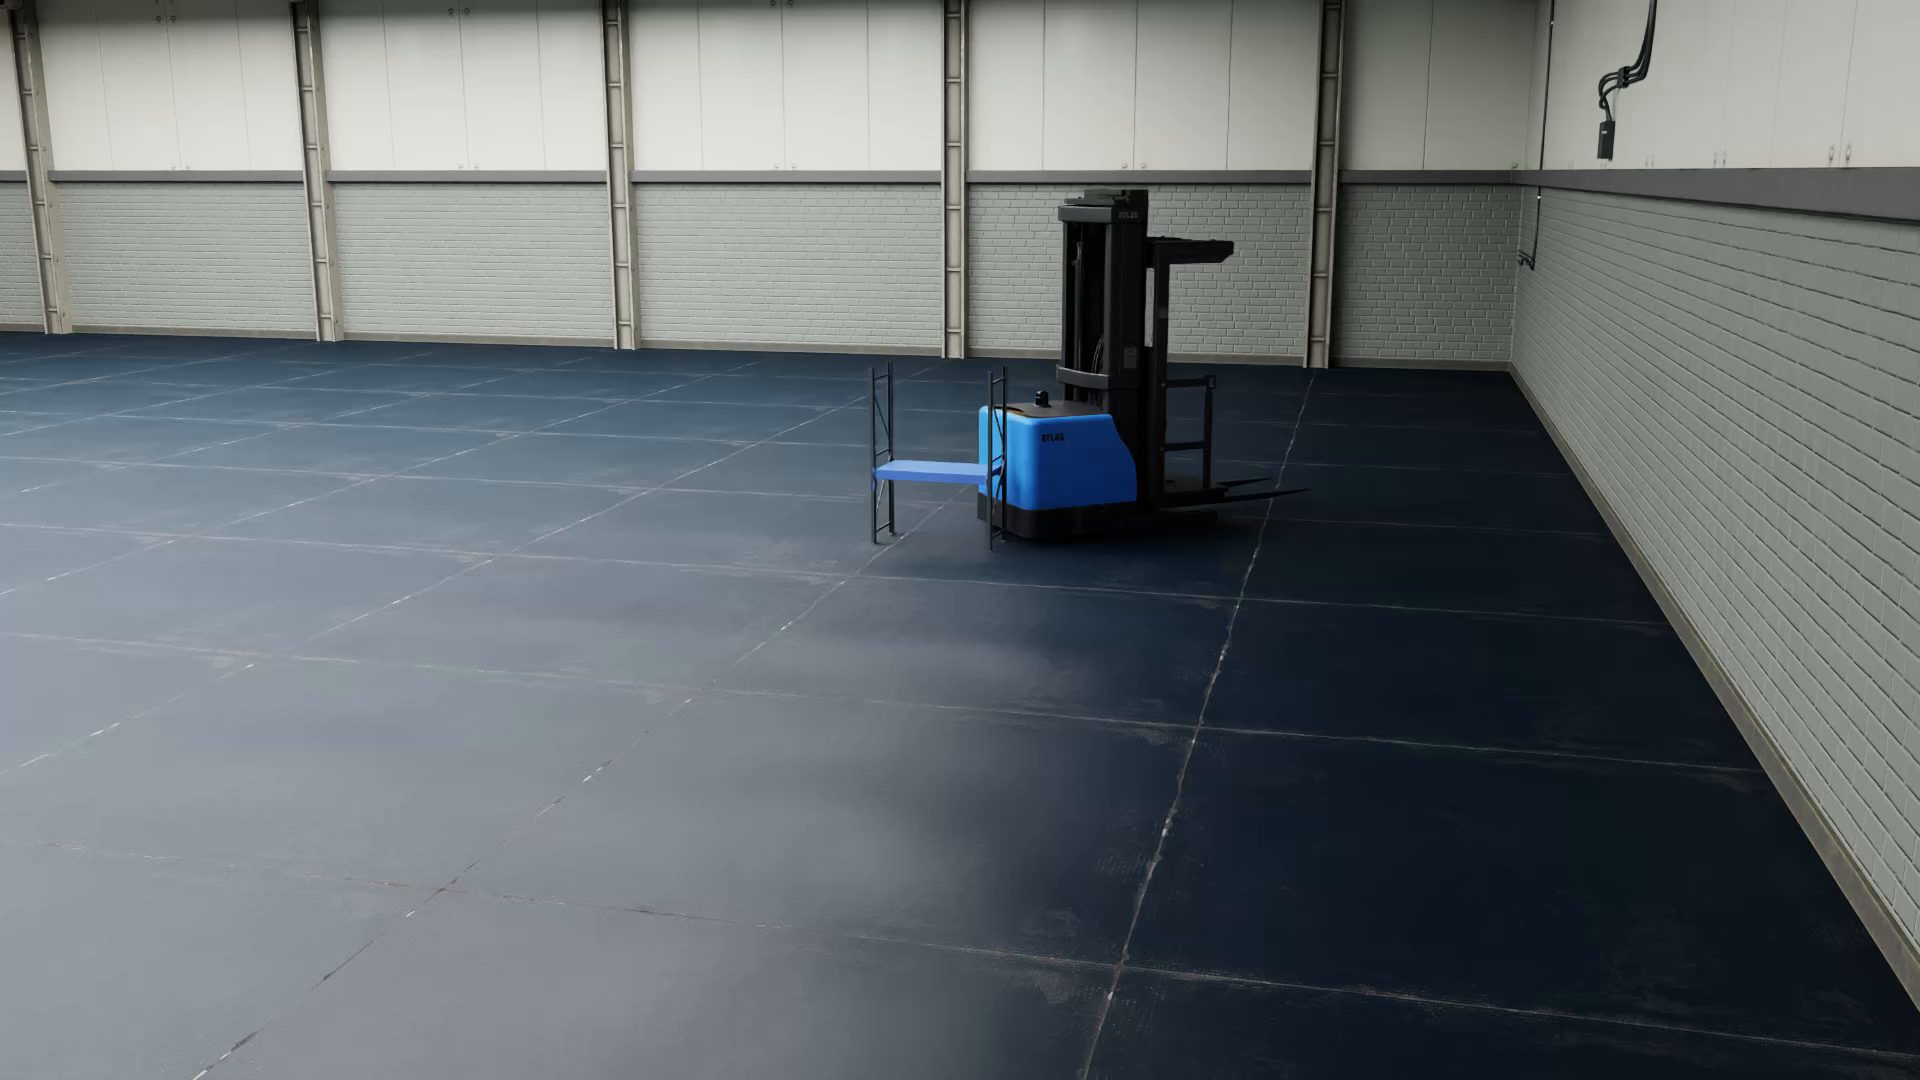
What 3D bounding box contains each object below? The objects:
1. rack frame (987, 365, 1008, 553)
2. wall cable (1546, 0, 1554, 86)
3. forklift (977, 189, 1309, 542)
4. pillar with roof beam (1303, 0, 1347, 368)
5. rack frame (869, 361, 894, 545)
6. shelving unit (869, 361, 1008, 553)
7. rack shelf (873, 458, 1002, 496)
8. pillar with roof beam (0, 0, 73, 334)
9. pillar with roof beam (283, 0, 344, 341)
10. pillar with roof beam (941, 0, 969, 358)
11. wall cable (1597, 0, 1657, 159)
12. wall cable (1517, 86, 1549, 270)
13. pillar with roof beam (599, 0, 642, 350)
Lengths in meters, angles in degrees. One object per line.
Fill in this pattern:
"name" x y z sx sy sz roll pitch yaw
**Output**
"rack frame" 0.311 -0.676 13.819 0.032 1.500 0.500 4 13 17
"wall cable" 7.637 -7.133 21.117 0.112 2.526 3.097 3 13 14
"forklift" 1.712 -1.608 14.714 3.031 2.935 1.130 -6 14 -25
"pillar with roof beam" 4.710 -6.278 21.754 0.400 9.000 9.100 3 13 14
"rack frame" -0.661 -0.740 14.108 0.032 1.500 0.500 4 13 17
"shelving unit" -0.175 -0.708 13.964 1.048 1.500 0.538 4 13 17
"rack shelf" -0.175 -0.533 14.003 1.000 0.185 0.538 4 13 17
"pillar with roof beam" -18.591 -7.523 27.368 0.548 9.000 9.100 3 13 14
"pillar with roof beam" -12.766 -7.212 25.965 0.548 9.000 9.100 3 13 14
"pillar with roof beam" -1.115 -6.589 23.158 0.400 9.000 9.100 3 13 14
"wall cable" 5.995 -6.417 14.530 0.169 6.003 2.305 3 13 14
"wall cable" 8.285 -5.236 24.229 0.112 2.526 3.097 3 13 14
"pillar with roof beam" -6.940 -6.901 24.561 0.400 9.000 9.100 3 13 14
